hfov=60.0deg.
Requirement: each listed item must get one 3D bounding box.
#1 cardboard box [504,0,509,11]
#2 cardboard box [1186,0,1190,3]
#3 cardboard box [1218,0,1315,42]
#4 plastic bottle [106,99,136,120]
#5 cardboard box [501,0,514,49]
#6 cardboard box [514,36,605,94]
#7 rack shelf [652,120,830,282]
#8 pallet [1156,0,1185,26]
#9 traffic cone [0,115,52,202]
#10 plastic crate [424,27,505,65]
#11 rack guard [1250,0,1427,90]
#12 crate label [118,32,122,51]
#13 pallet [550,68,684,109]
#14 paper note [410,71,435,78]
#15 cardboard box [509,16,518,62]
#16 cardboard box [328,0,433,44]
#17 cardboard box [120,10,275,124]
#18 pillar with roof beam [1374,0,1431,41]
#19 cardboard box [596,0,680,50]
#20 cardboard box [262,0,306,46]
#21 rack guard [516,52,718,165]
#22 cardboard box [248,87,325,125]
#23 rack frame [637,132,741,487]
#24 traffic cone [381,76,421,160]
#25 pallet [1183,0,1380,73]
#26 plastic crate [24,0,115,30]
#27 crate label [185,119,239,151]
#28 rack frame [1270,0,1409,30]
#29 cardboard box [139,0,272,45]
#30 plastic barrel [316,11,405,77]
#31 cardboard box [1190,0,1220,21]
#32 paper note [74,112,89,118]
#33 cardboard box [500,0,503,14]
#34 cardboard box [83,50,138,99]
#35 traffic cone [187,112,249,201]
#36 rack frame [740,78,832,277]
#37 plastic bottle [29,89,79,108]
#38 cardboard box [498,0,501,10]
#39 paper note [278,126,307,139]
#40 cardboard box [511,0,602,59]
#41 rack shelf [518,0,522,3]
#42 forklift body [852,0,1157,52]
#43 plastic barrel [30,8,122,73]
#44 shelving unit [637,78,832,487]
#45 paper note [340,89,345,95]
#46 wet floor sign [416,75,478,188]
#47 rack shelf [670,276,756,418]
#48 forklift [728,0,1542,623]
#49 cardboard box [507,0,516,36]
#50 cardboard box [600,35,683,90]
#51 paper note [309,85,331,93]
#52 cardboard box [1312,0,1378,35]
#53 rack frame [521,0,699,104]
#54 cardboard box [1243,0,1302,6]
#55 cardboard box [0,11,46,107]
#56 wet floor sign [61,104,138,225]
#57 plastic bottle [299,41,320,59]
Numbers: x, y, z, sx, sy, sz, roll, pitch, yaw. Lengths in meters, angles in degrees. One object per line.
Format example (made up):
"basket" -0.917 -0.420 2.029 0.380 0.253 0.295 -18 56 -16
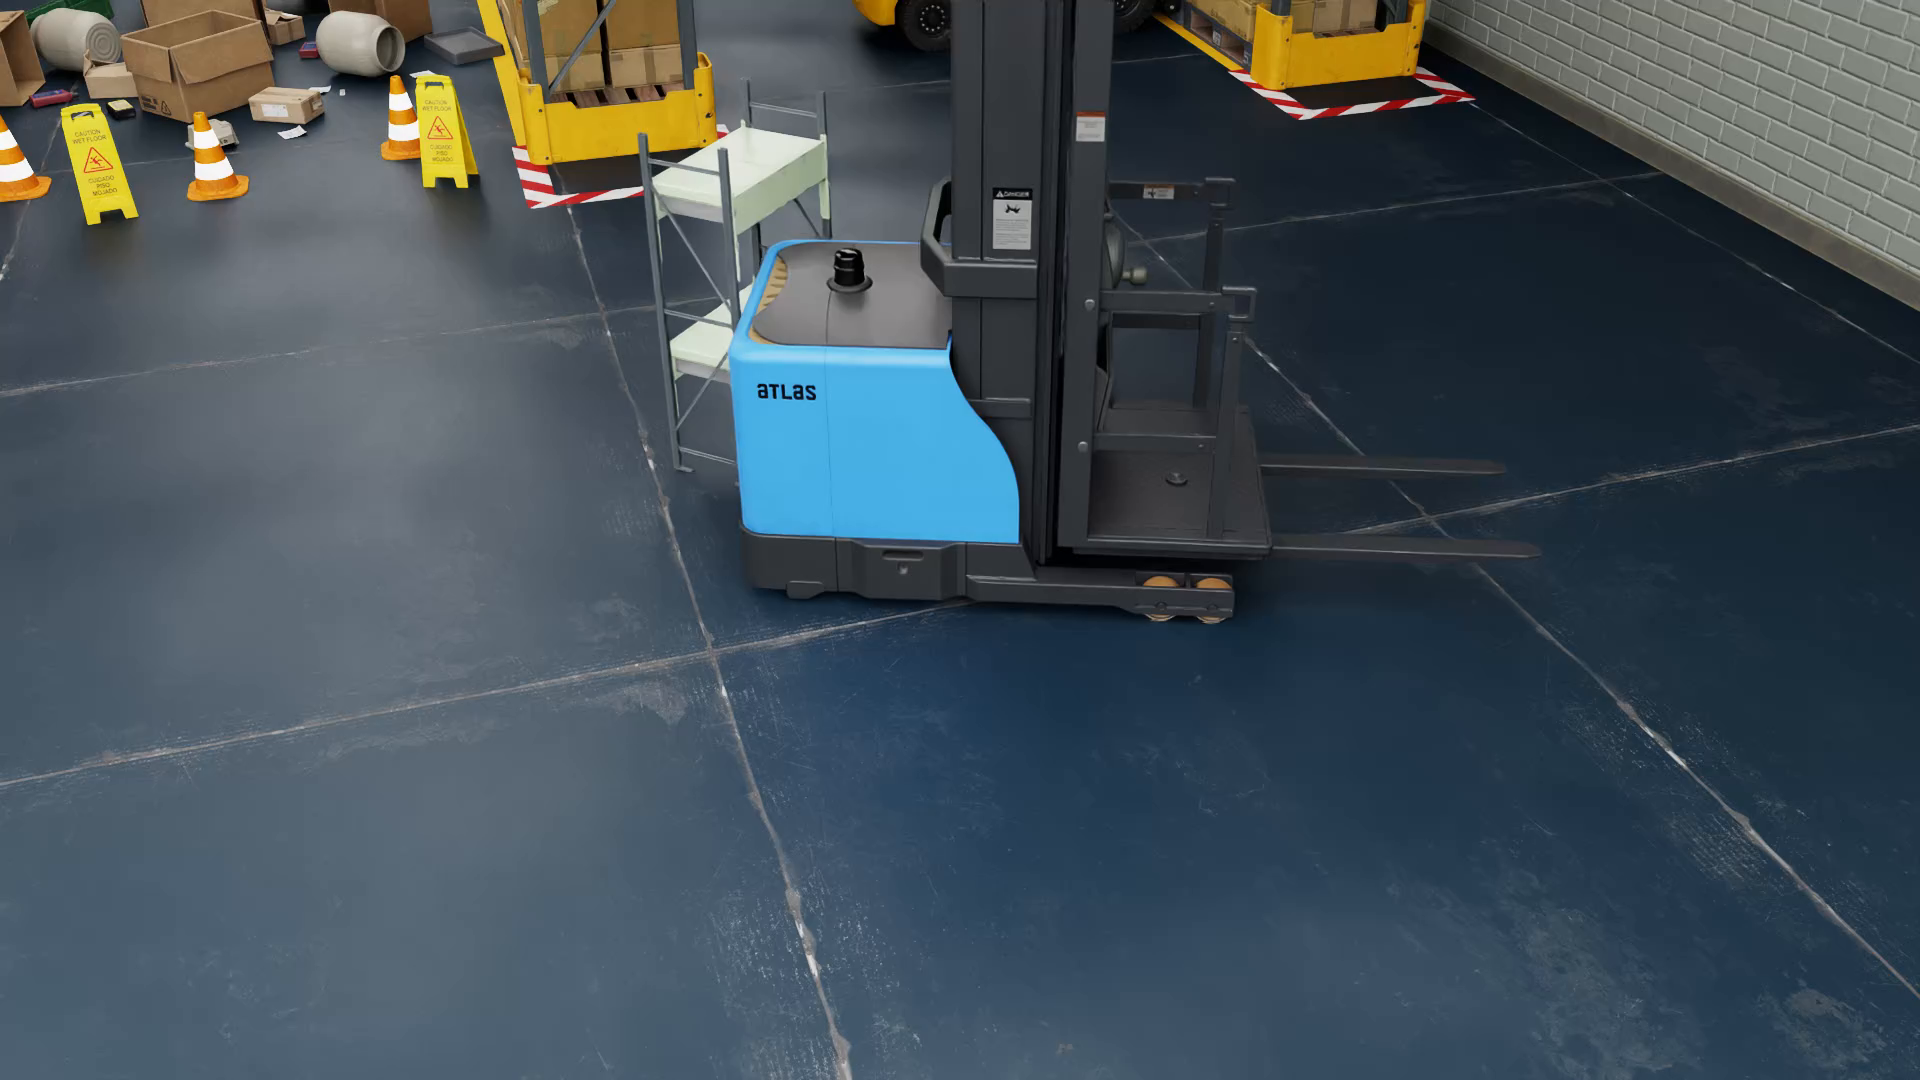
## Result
"cardboard box" -2.909 -3.957 11.451 0.500 0.500 0.500 -11 35 -16
"cardboard box" 1.888 -4.285 12.627 0.500 0.250 0.500 -10 35 -14
"cardboard box" 2.175 -3.758 11.830 0.500 0.250 0.500 -10 35 -14
"plastic bottle" -5.577 -2.865 11.030 0.133 0.061 0.283 -23 40 -31
"cardboard box" -2.925 -3.654 11.672 0.500 0.250 0.500 -11 35 -16
"cardboard box" -2.617 -3.120 10.864 0.500 0.250 0.500 -10 35 -15
"rack shelf" -0.896 -1.399 6.799 0.431 0.370 0.720 15 36 22
"pallet" 1.978 -4.407 13.228 1.003 0.211 1.213 -10 35 -15
"traffic cone" -5.600 -2.274 9.771 0.336 0.463 0.334 -10 35 -15
"plastic crate" -3.629 -3.620 12.155 0.402 0.080 0.583 -23 40 -31
"rack guard" 2.627 -3.481 11.565 1.175 0.500 0.348 -10 35 -15
"crate label" -6.280 -3.639 12.132 0.250 0.136 0.298 19 38 26
"pallet" -2.344 -3.009 11.112 1.003 0.211 1.213 -10 35 -15
"paper note" -3.770 -3.274 11.676 0.142 0.019 0.148 -23 40 -31
"cardboard box" -2.760 -3.380 11.258 0.500 0.250 0.500 -10 35 -15
"cardboard box" -4.296 -3.967 12.297 0.500 0.500 0.500 13 36 18
"cardboard box" -5.054 -3.155 11.068 0.637 0.503 0.797 19 38 26
"pillar with roof beam" -0.835 -6.833 8.928 9.100 9.000 0.400 -10 35 -15
"cardboard box" -2.097 -3.523 10.794 0.500 0.500 0.500 -11 35 -16
"cardboard box" -5.122 -3.871 12.367 0.396 0.266 0.258 19 38 26
"rack guard" -2.130 -2.697 10.378 1.175 0.500 0.348 -10 35 -15
"cardboard box" -4.430 -2.859 10.941 0.380 0.149 0.250 7 34 10
"rack frame" -1.059 -0.893 6.741 0.400 1.500 0.023 15 36 22
"traffic cone" -3.466 -2.650 10.341 0.336 0.463 0.334 -10 35 -15
"pallet" 2.346 -3.768 12.260 1.003 0.211 1.213 -10 35 -15
"plastic crate" -6.710 -3.894 12.421 0.450 0.188 0.662 -2 32 16
"crate label" -4.719 -2.552 10.487 0.298 0.136 0.250 27 42 34
"rack frame" 2.619 -4.537 10.895 1.000 3.000 0.127 -10 35 -15
"cardboard box" -5.347 -3.701 11.771 0.797 0.637 0.503 -10 35 -15
"plastic barrel" -4.179 -3.455 11.595 0.512 0.421 0.421 13 36 18
"cardboard box" 2.032 -4.021 12.227 0.500 0.250 0.500 -10 35 -15
"paper note" -5.809 -2.806 10.988 0.032 0.001 0.123 7 34 10
"cardboard box" -3.066 -3.916 12.069 0.500 0.250 0.500 -10 35 -15
"cardboard box" -5.732 -3.181 11.323 0.396 0.266 0.258 -4 34 -6
"traffic cone" -4.420 -2.285 9.789 0.336 0.463 0.334 -10 35 -15
"rack frame" -0.734 -1.255 7.288 0.400 1.500 0.023 15 36 22
"plastic bottle" -6.106 -2.983 11.208 0.283 0.061 0.133 -23 40 -31
"cardboard box" -3.230 -4.195 12.490 0.500 0.250 0.500 -8 34 -12
"paper note" -4.291 -2.623 10.691 0.148 0.019 0.142 -23 40 -31
"cardboard box" -2.599 -3.418 10.634 0.500 0.500 0.500 -10 35 -14
"rack shelf" -2.717 -4.450 11.416 1.077 0.370 4.000 -10 35 -15
"forklift body" 0.303 -4.871 12.171 2.313 2.155 1.214 -10 35 -15
"plastic barrel" -6.203 -3.502 11.666 0.512 0.421 0.421 13 36 18
"shelving unit" -0.896 -1.074 7.014 0.431 1.500 0.755 15 36 22
"paper note" -4.225 -3.063 11.376 0.032 0.001 0.123 -10 35 -15
"wet floor sign" -3.068 -2.438 9.854 0.267 0.644 0.232 1 33 2
"rack shelf" -0.896 -0.802 7.194 0.431 0.370 0.720 15 36 22
"forklift" 0.703 -1.215 5.931 3.031 2.935 1.130 2 34 3
"cardboard box" -2.762 -3.691 11.048 0.500 0.500 0.500 -9 34 -13
"cardboard box" -2.089 -3.198 10.982 0.500 0.250 0.500 -10 35 -15
"paper note" -4.407 -3.089 11.408 0.148 0.019 0.142 1 33 2
"cardboard box" 2.656 -3.855 11.977 0.500 0.250 0.500 -10 35 -15
"rack frame" -2.107 -3.700 9.628 1.000 3.000 0.127 -10 35 -15
"cardboard box" 2.173 -3.976 11.706 0.500 0.250 0.500 -10 35 -15
"cardboard box" -6.559 -3.230 11.183 0.500 0.500 0.500 -4 34 -6
"wet floor sign" -4.896 -2.150 9.418 0.267 0.644 0.232 -16 37 -23
"plastic bottle" -4.719 -3.581 12.114 0.133 0.061 0.283 -4 34 -6
